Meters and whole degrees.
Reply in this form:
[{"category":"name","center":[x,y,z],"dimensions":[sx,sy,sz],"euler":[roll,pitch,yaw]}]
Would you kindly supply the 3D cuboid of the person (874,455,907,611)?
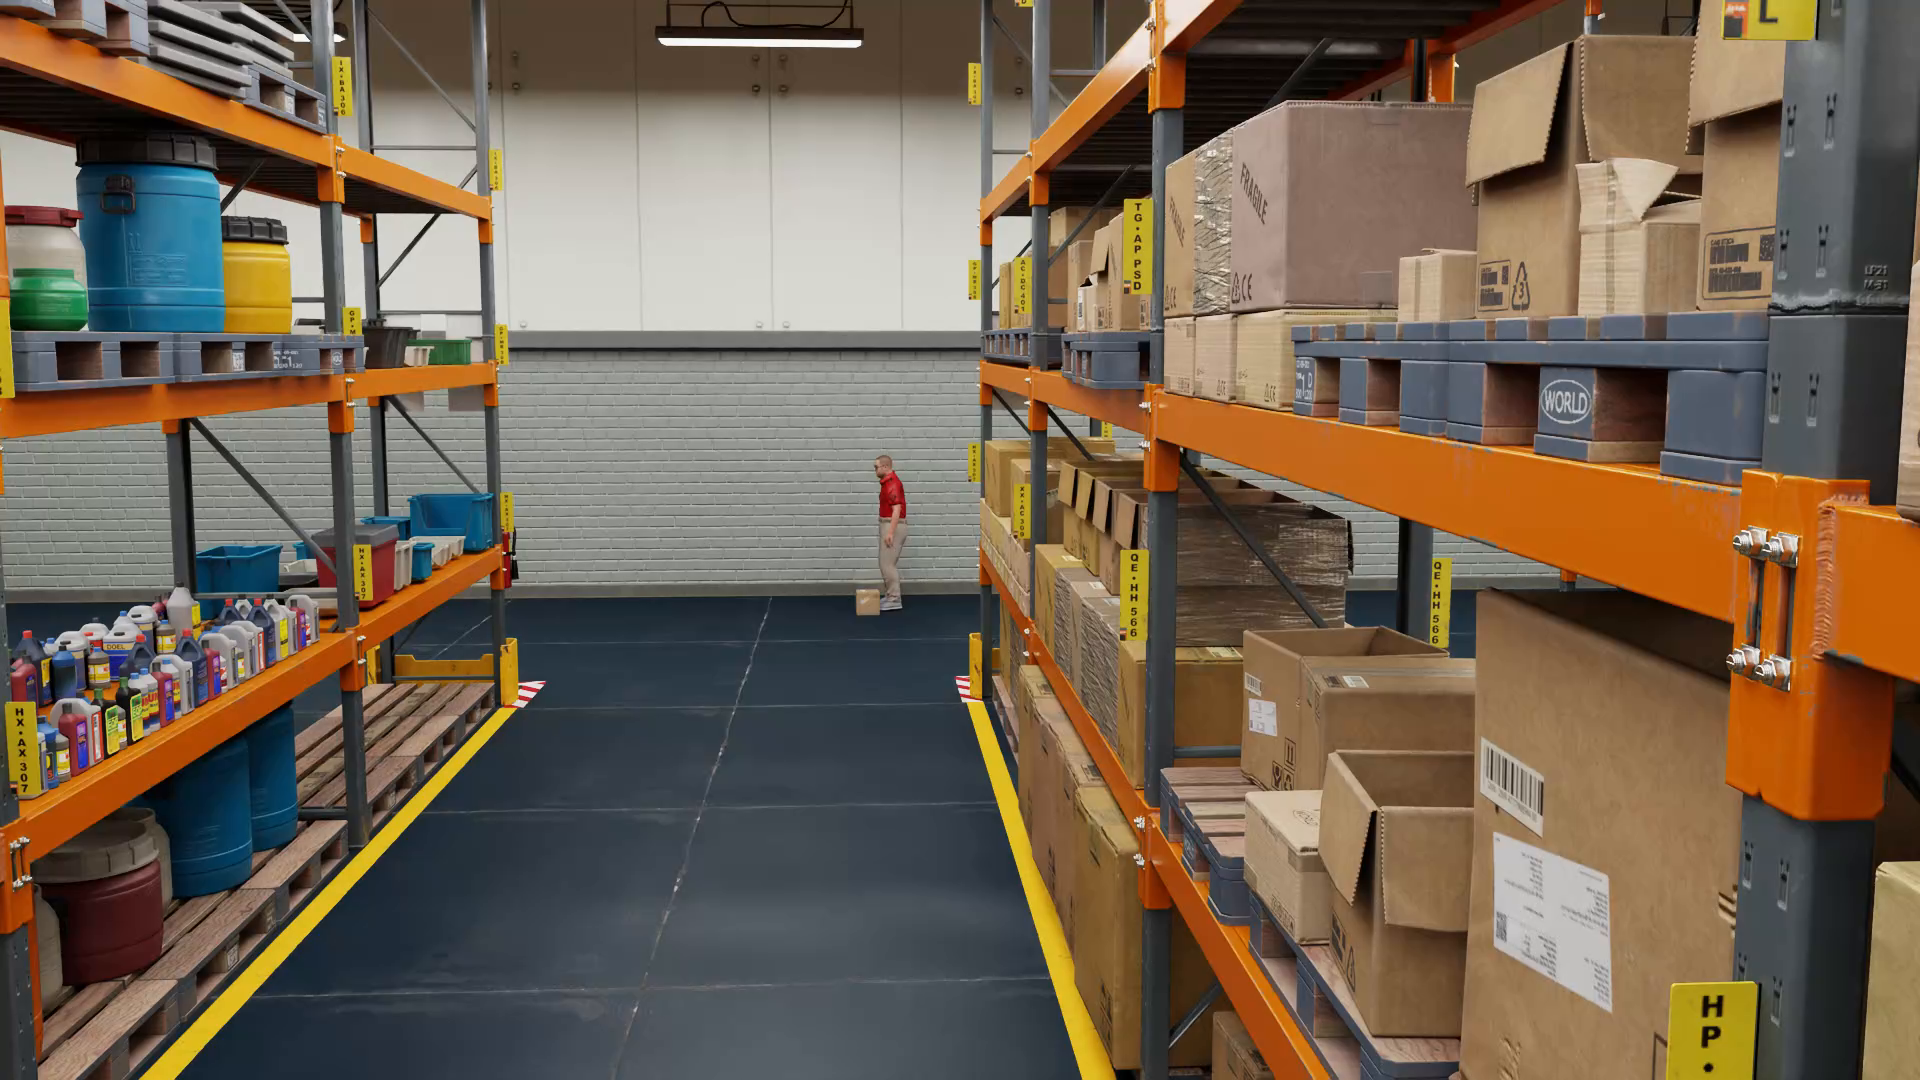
[{"category":"person","center":[-0.791,-0.091,18.568],"dimensions":[0.393,1.726,0.599],"euler":[-1,7,-7]}]
